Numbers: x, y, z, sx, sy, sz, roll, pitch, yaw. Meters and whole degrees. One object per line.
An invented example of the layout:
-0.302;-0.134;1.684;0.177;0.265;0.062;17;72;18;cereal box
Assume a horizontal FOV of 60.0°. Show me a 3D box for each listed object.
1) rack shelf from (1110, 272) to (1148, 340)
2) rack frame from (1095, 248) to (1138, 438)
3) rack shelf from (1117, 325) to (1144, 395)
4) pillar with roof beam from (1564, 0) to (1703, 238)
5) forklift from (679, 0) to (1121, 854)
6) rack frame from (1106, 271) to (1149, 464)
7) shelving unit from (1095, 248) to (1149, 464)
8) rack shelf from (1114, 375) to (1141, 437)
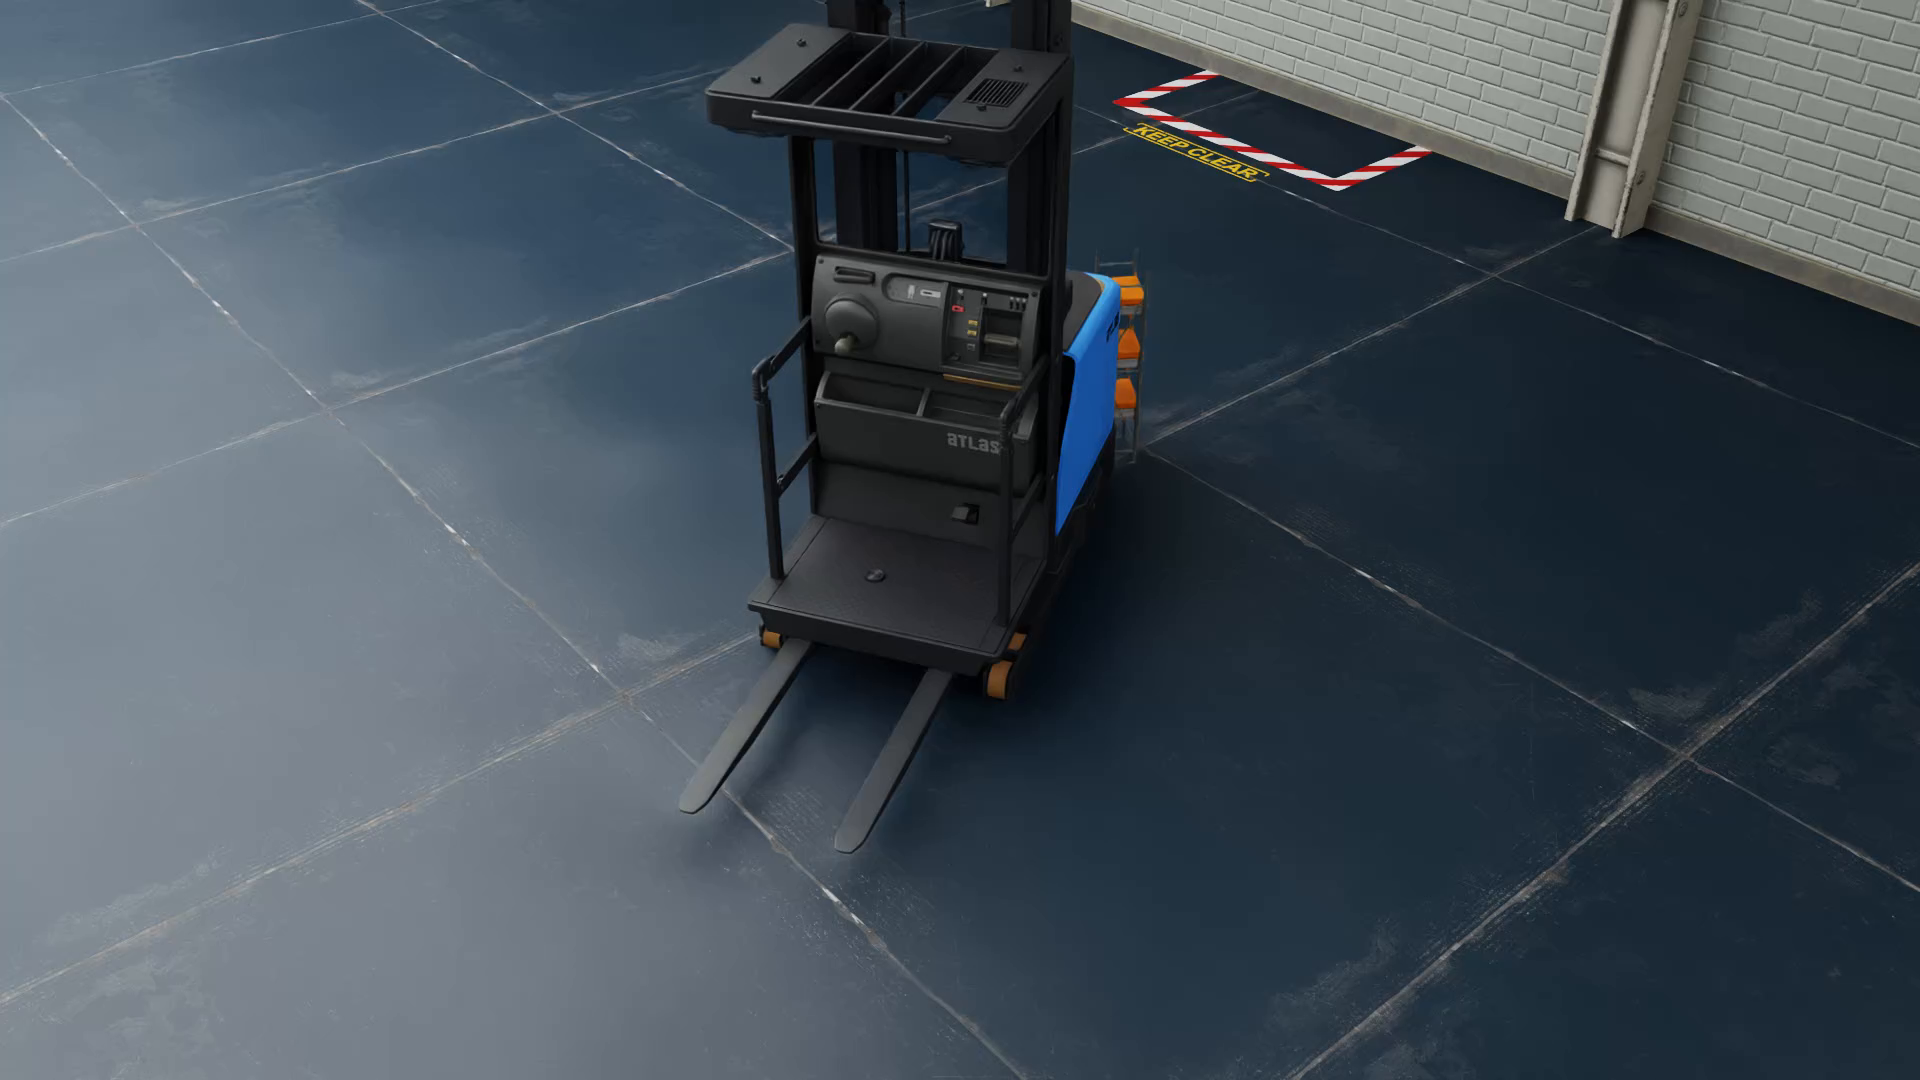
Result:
0.760;-1.101;7.923;0.215;0.259;0.240;-4;36;-6;rack shelf
0.745;-0.948;8.180;0.200;1.050;0.008;-4;36;-6;rack frame
0.760;-0.869;8.087;0.215;0.259;0.240;-4;36;-6;rack shelf
0.828;-4.098;5.750;9.100;9.000;0.400;-26;43;-32;pillar with roof beam
-0.208;-0.807;6.354;1.130;2.935;3.031;11;37;15;forklift
0.775;-0.808;7.982;0.200;1.050;0.008;-4;36;-6;rack frame
0.760;-0.878;8.081;0.215;1.050;0.252;-4;36;-6;shelving unit
0.760;-0.642;8.247;0.215;0.259;0.240;-4;36;-6;rack shelf
